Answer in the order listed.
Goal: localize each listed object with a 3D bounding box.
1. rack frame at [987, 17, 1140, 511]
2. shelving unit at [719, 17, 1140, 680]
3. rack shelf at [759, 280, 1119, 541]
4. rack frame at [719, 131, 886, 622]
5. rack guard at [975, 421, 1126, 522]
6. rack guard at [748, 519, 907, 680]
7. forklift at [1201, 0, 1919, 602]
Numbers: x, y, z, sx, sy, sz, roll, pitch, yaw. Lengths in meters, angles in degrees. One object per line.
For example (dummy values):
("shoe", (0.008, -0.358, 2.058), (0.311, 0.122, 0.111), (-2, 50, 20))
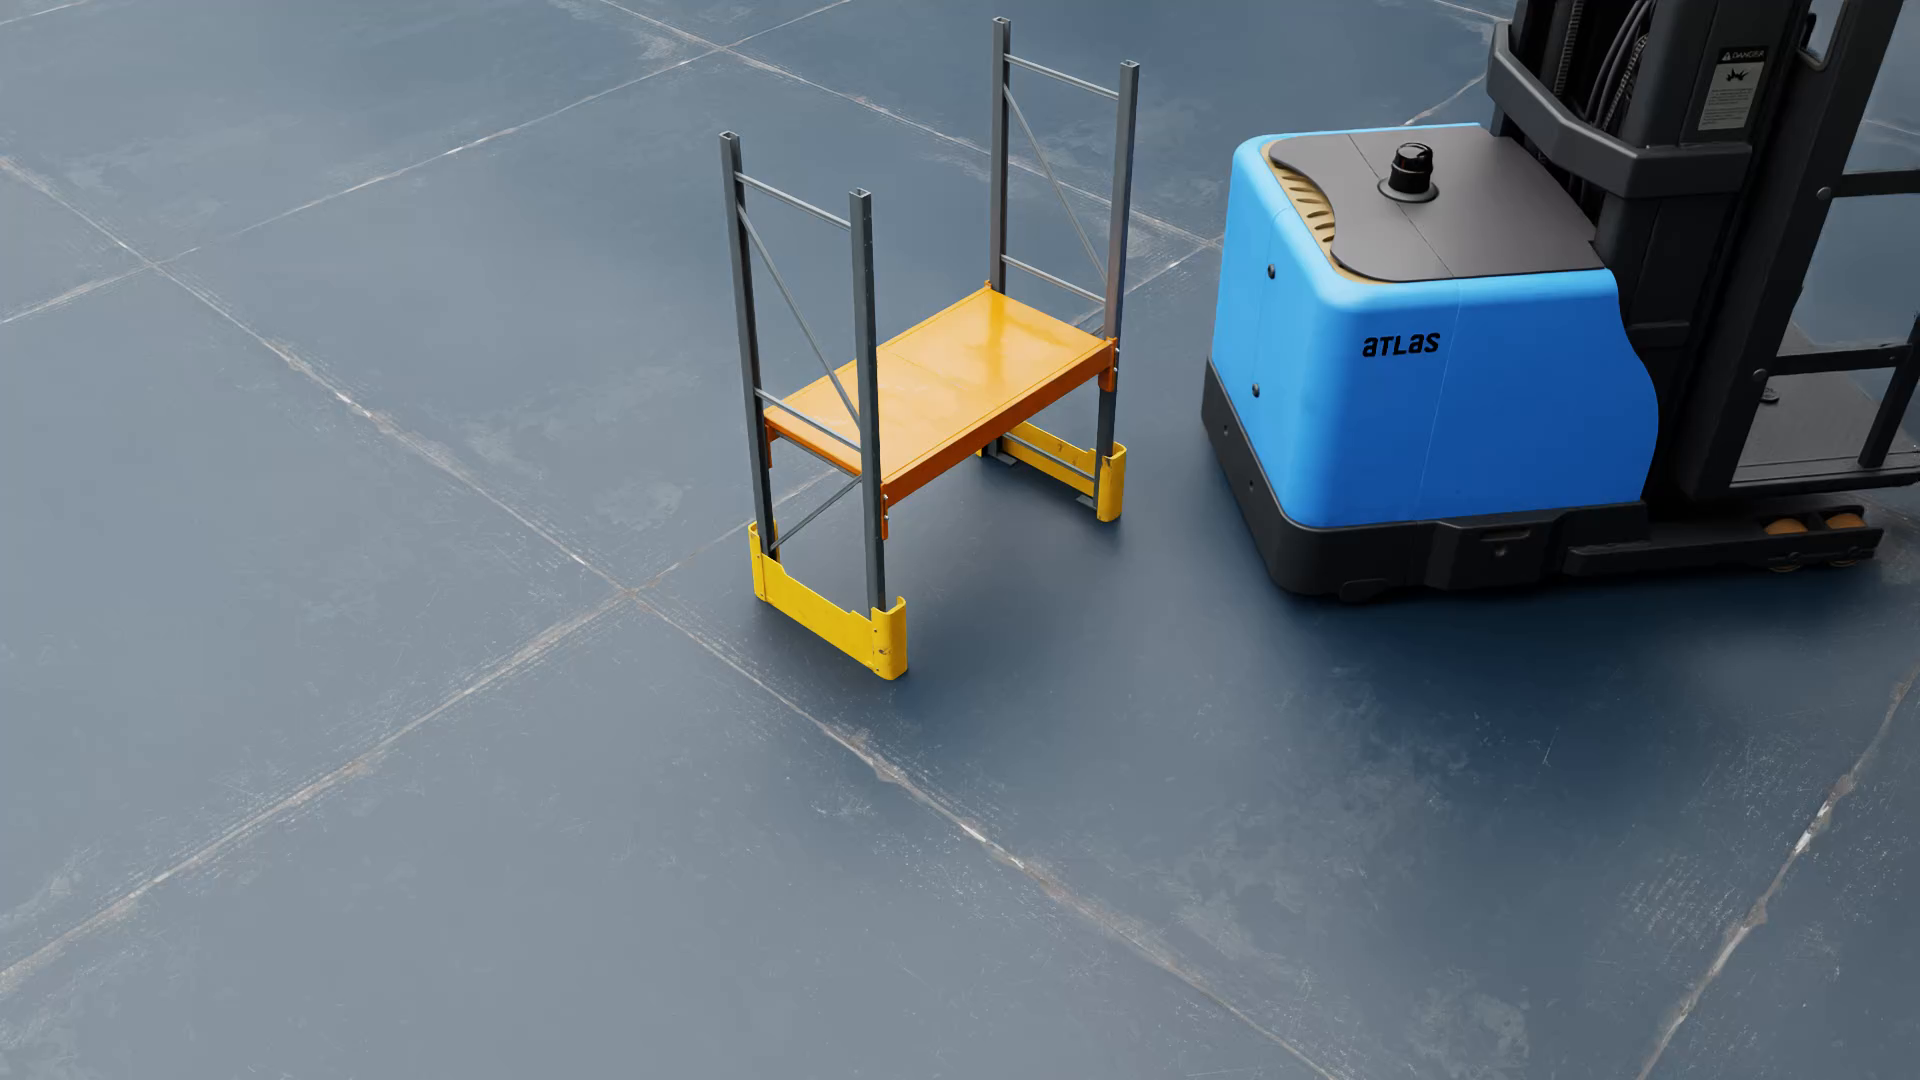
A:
("rack frame", (0.285, -0.781, 5.028), (0.500, 1.500, 0.032), (30, 47, 32))
("shelving unit", (-0.051, -0.552, 4.739), (0.587, 1.500, 1.083), (30, 47, 32))
("rack shelf", (-0.058, -0.407, 4.846), (0.538, 0.185, 1.000), (30, 47, 32))
("rack frame", (-0.401, -0.314, 4.440), (0.500, 1.500, 0.032), (30, 47, 32))
("rack guard", (0.285, -0.292, 5.416), (0.587, 0.250, 0.087), (30, 47, 32))
("rack guard", (-0.387, 0.166, 4.840), (0.587, 0.250, 0.087), (30, 47, 32))
("forklift", (2.379, -1.371, 4.619), (3.031, 2.935, 1.130), (-5, 39, -6))
